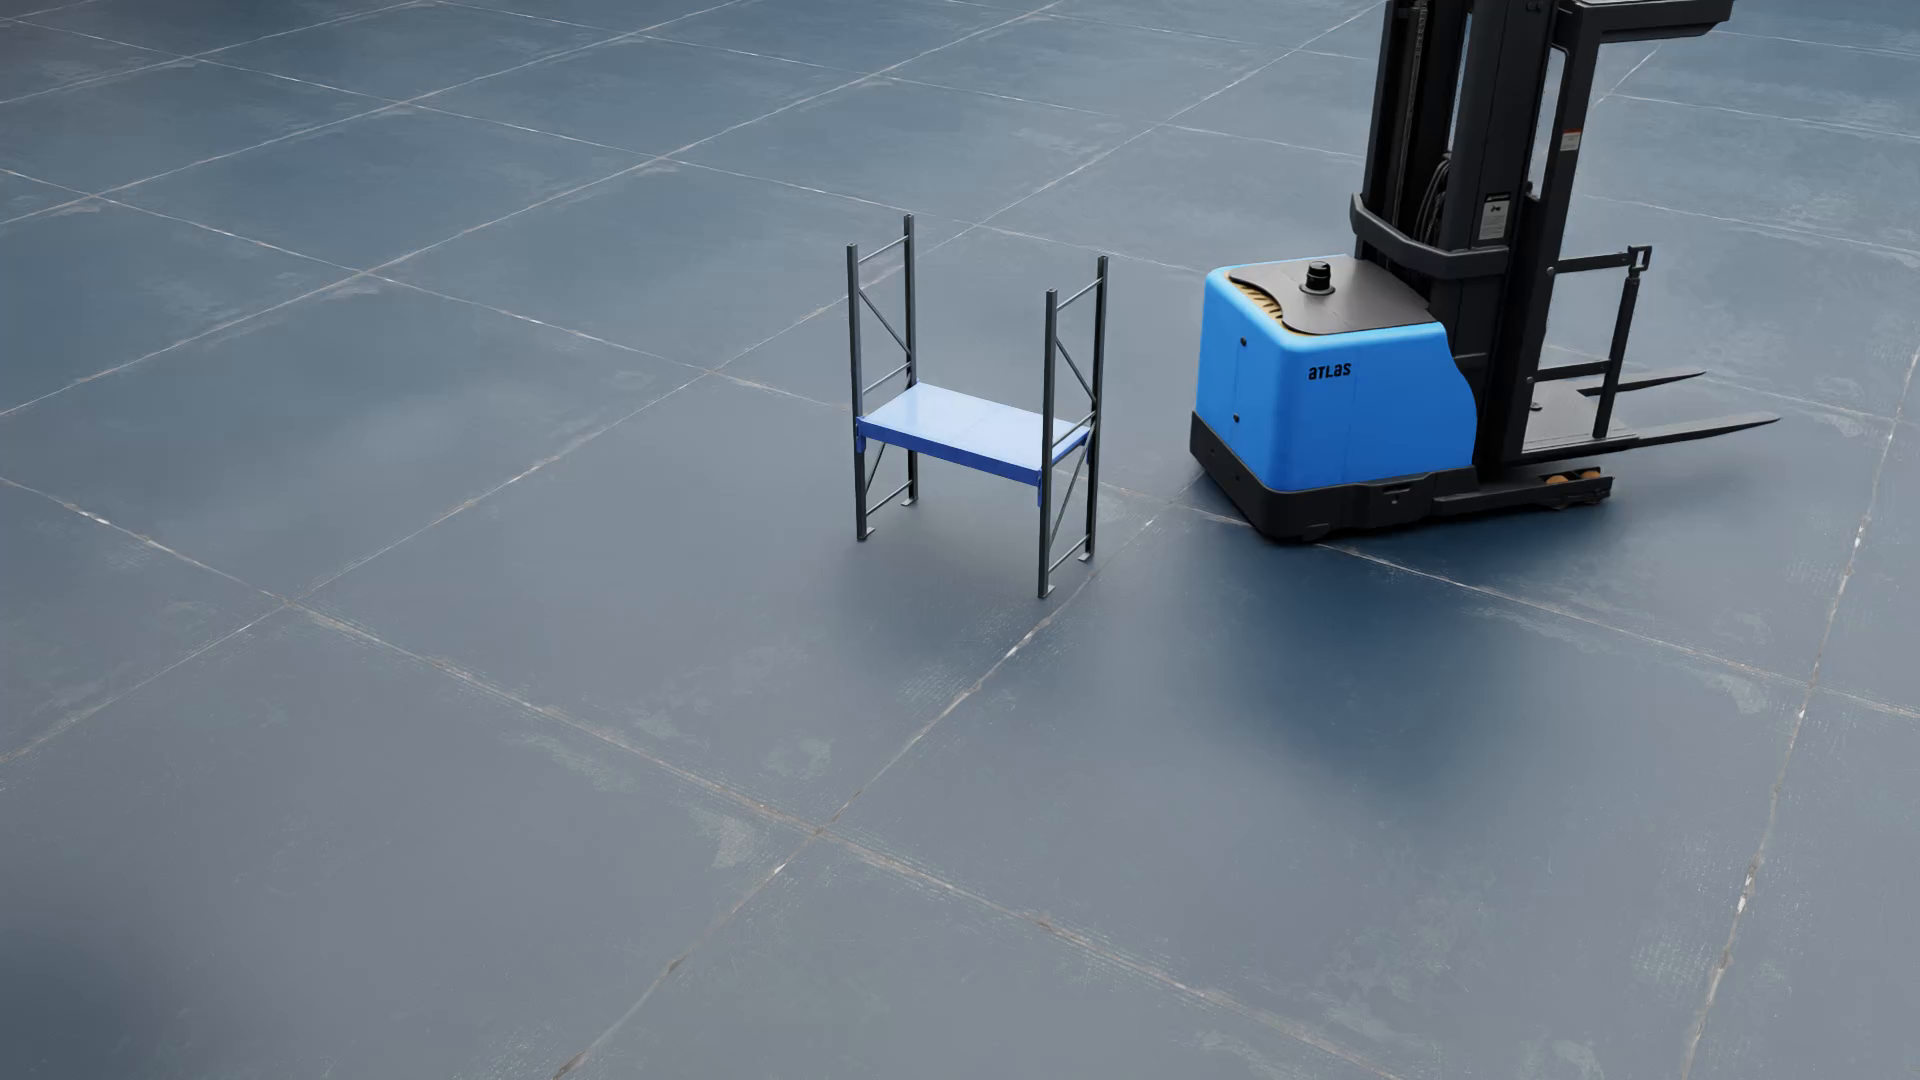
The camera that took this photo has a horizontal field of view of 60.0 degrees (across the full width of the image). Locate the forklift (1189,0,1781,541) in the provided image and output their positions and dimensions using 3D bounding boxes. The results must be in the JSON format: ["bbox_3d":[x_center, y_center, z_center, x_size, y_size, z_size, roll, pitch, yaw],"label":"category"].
[{"bbox_3d":[2.785,-1.668,8.054,3.031,2.935,1.130,-8,31,-14],"label":"forklift"}]

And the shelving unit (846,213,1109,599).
[{"bbox_3d":[0.072,-0.625,7.686,1.048,1.500,0.538,18,35,27],"label":"shelving unit"}]

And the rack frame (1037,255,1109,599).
[{"bbox_3d":[0.503,-0.489,7.452,0.032,1.500,0.500,18,35,27],"label":"rack frame"}]

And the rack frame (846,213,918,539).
[{"bbox_3d":[-0.358,-0.761,7.919,0.032,1.500,0.500,18,35,27],"label":"rack frame"}]

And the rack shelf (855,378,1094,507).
[{"bbox_3d":[0.072,-0.470,7.776,1.000,0.185,0.538,18,35,27],"label":"rack shelf"}]
